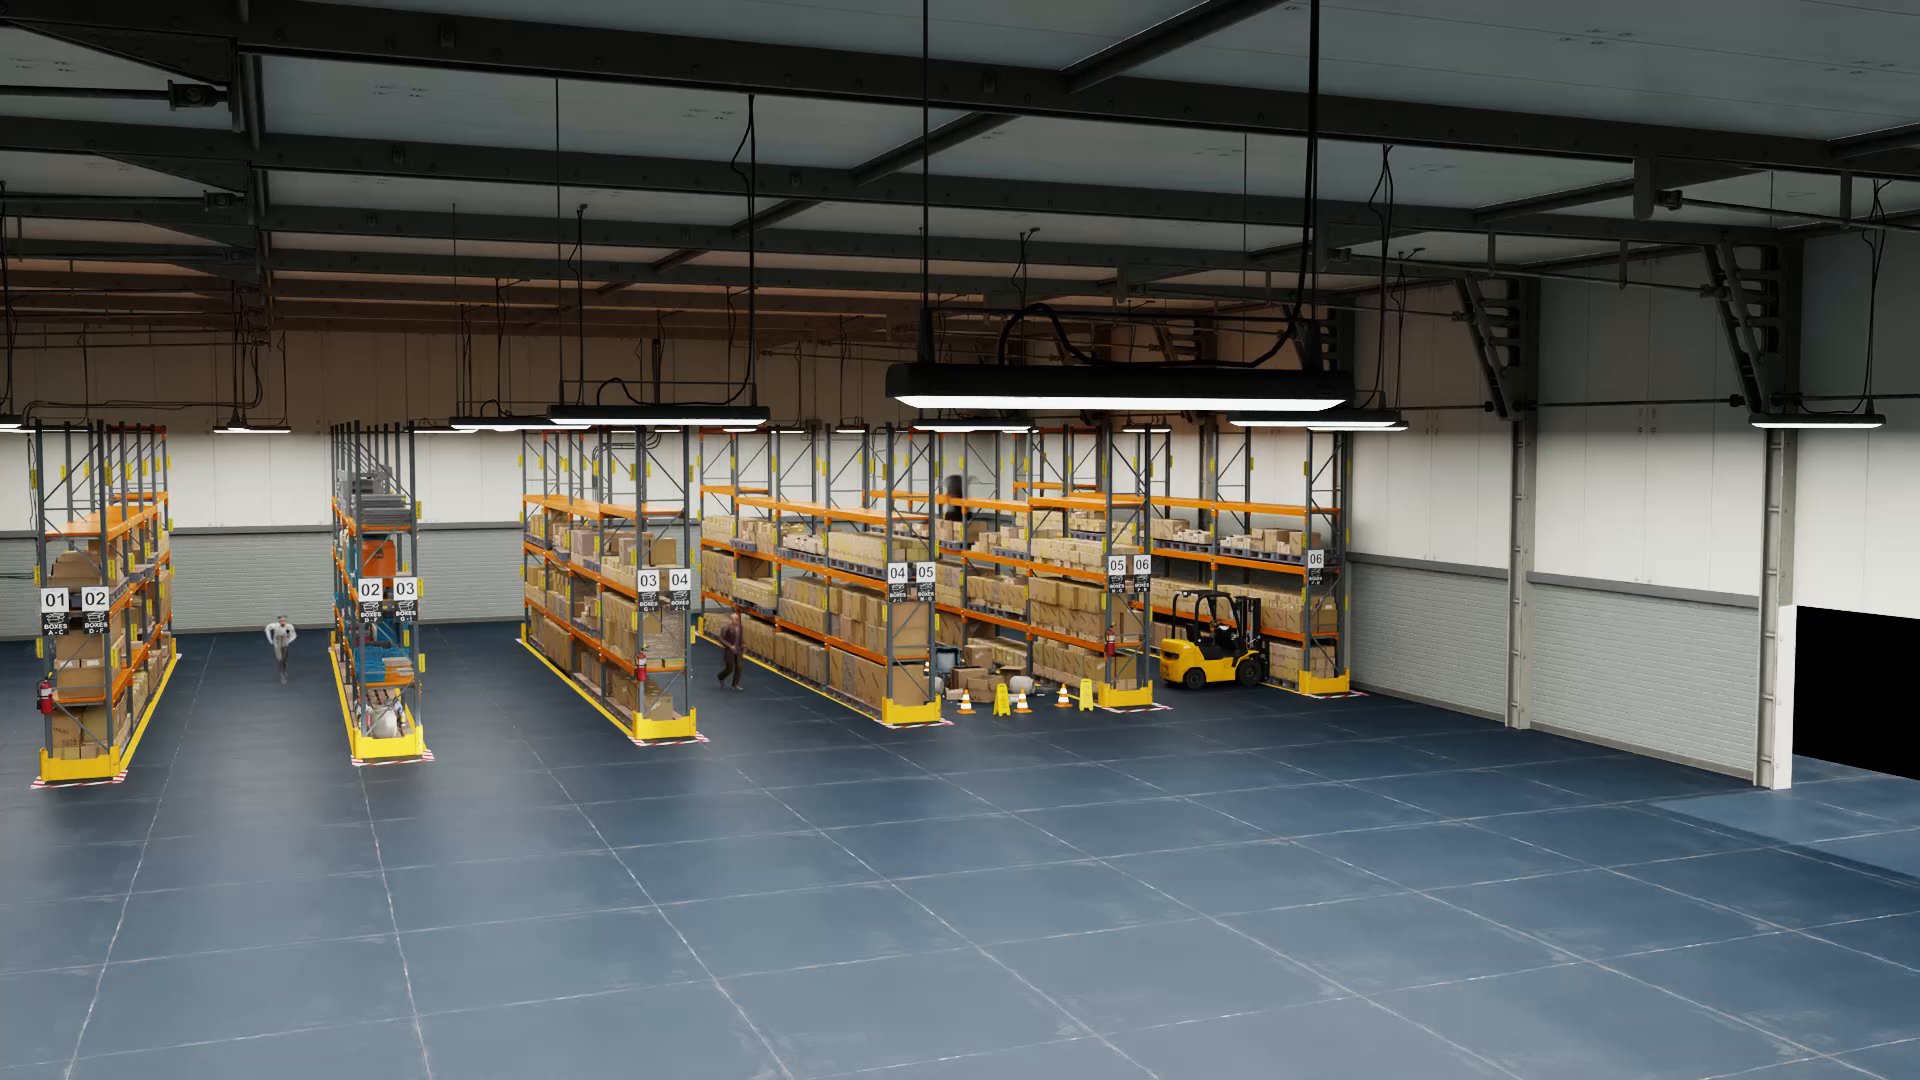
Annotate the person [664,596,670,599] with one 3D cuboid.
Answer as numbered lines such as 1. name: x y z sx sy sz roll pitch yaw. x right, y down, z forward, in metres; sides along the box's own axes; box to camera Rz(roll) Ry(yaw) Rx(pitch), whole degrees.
1. person: -8.596 1.834 48.585 0.649 1.701 0.687 0 4 -8

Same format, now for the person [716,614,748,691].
1. person: -5.190 2.517 37.514 0.705 1.735 0.878 -3 5 -40

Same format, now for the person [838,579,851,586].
1. person: -3.600 1.613 52.734 0.848 1.613 0.620 -3 4 -37

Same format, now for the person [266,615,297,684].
1. person: -15.856 2.528 38.866 0.664 1.634 0.951 -1 4 -22
